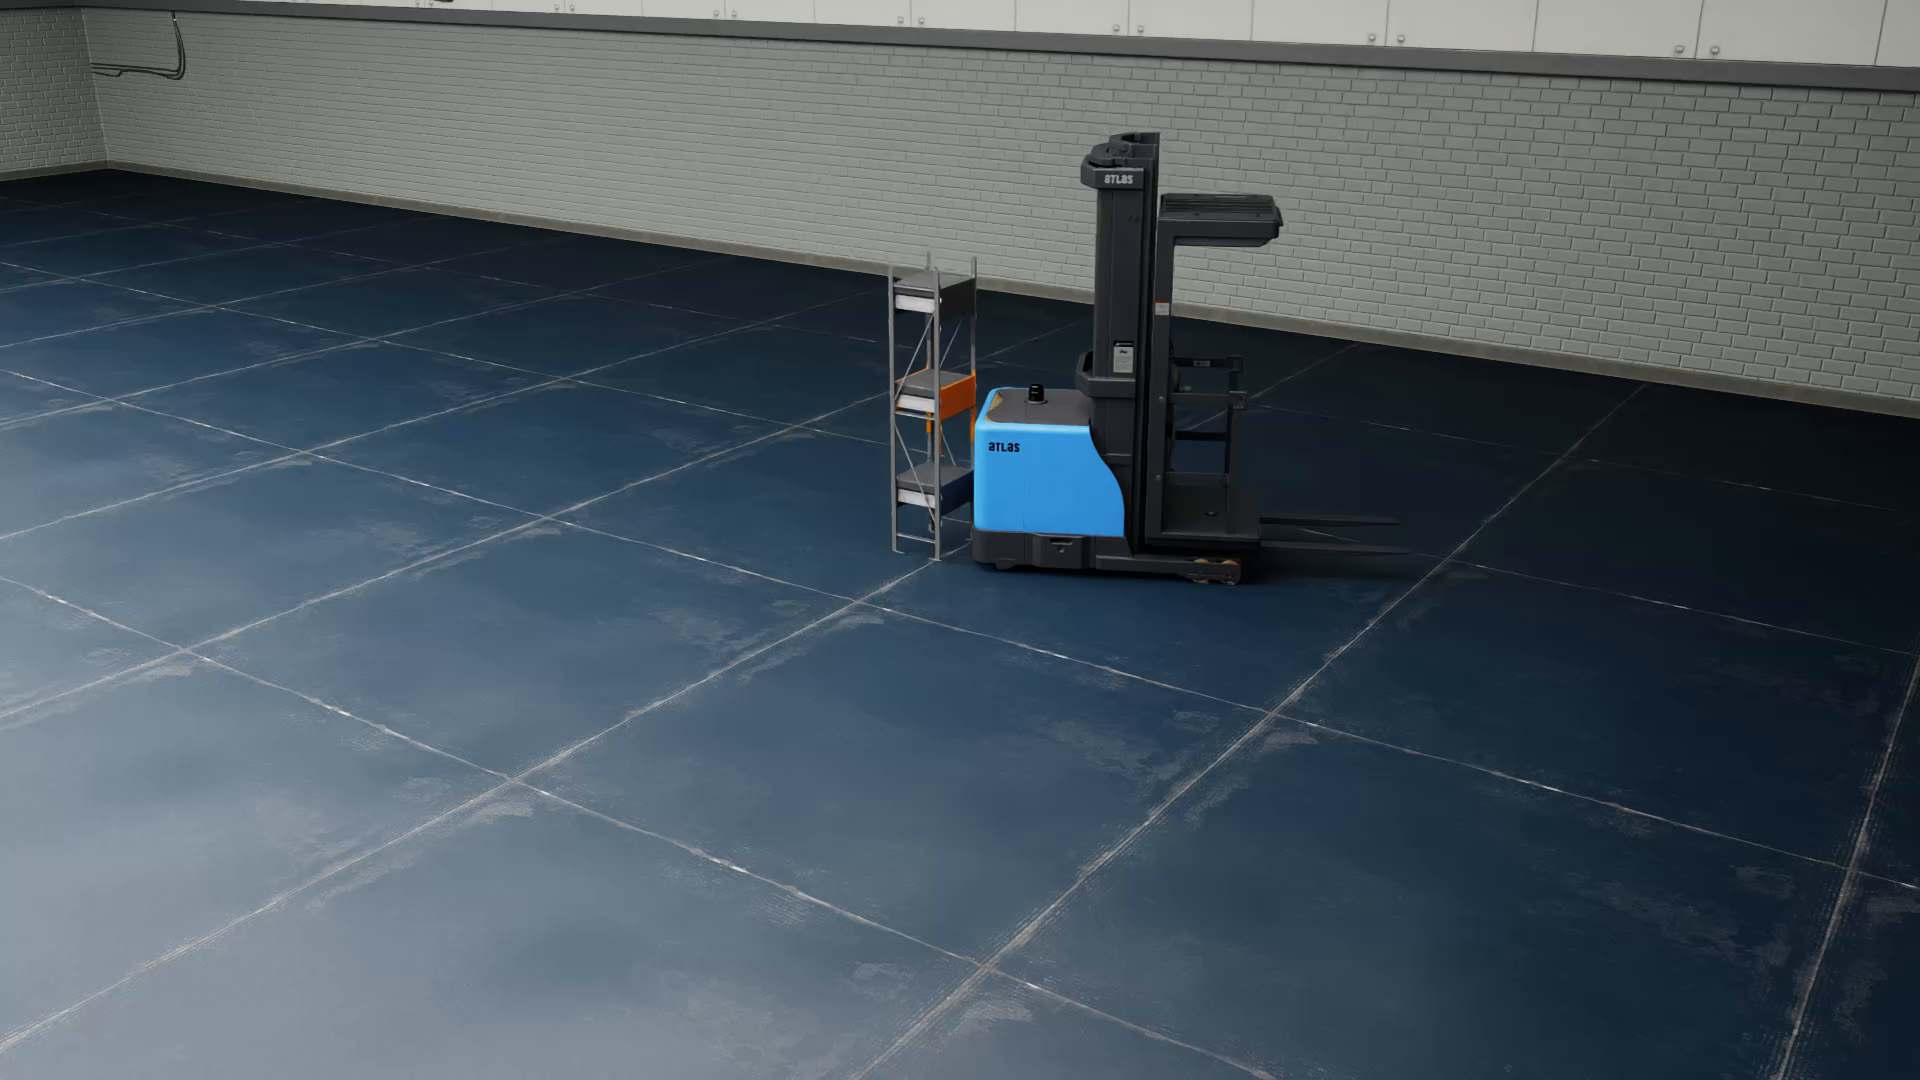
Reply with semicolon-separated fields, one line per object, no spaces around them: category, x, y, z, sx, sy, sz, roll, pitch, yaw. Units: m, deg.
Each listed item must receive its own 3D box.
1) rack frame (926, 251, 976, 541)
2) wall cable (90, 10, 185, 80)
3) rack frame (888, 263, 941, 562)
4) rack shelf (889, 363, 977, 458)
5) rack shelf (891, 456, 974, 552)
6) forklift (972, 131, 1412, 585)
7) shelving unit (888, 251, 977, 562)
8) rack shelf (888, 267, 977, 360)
rack frame;-0.062;-1.008;11.964;0.400;2.100;0.015;12;23;29
wall cable;-14.678;-9.403;29.190;3.097;2.526;0.112;13;24;32
rack frame;-0.313;-0.863;11.571;0.400;2.100;0.015;12;23;29
rack shelf;-0.188;-0.923;11.772;0.431;0.518;0.480;12;23;29
rack shelf;-0.188;-0.266;12.015;0.431;0.518;0.480;12;23;29
forklift;1.642;-1.263;11.455;3.031;2.935;1.130;3;20;7
shelving unit;-0.188;-0.935;11.767;0.431;2.100;0.503;12;23;29
rack shelf;-0.188;-1.579;11.529;0.431;0.518;0.480;12;23;29
